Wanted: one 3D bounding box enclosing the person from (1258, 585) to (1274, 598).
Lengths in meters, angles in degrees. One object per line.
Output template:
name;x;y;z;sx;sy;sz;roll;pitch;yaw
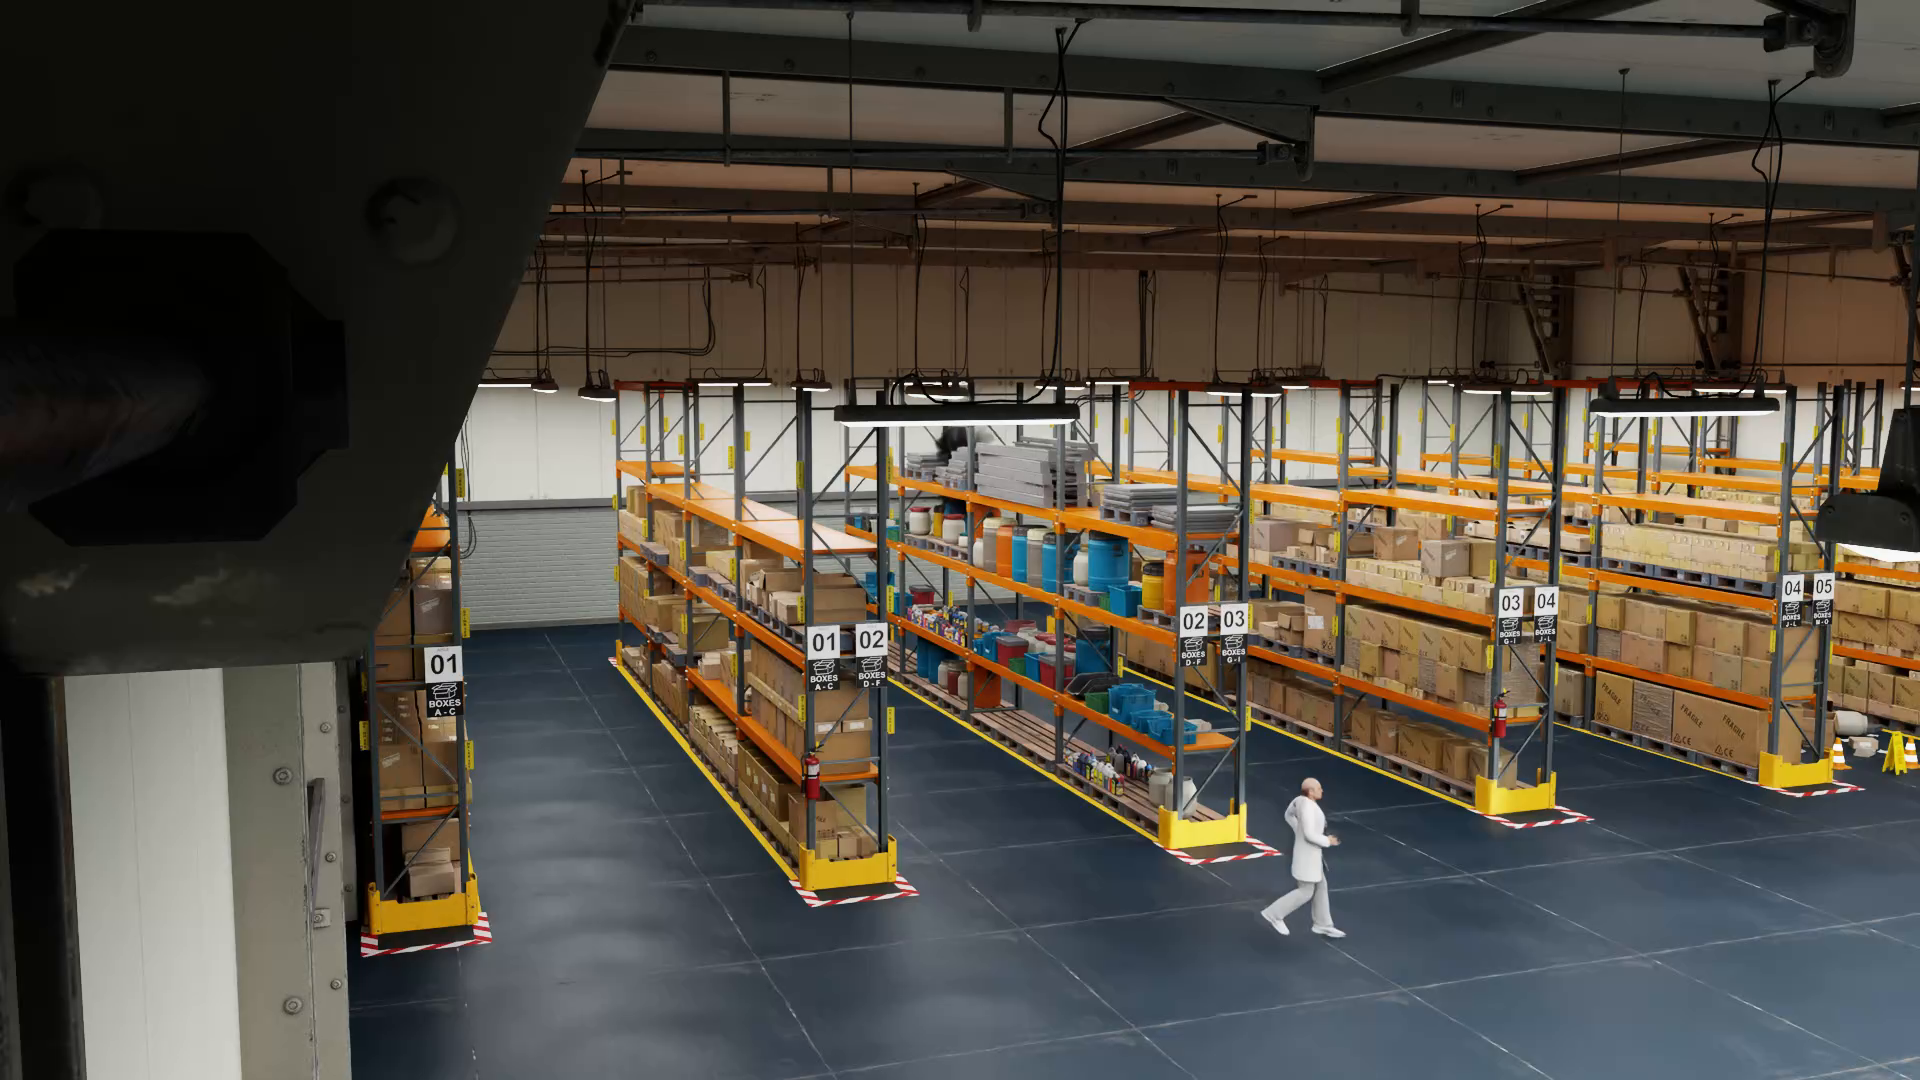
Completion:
person;7.704;1.194;41.561;0.553;1.535;0.724;2;6;14

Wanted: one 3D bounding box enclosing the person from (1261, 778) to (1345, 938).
person;3.805;3.509;18.354;0.934;1.799;0.727;1;6;5
